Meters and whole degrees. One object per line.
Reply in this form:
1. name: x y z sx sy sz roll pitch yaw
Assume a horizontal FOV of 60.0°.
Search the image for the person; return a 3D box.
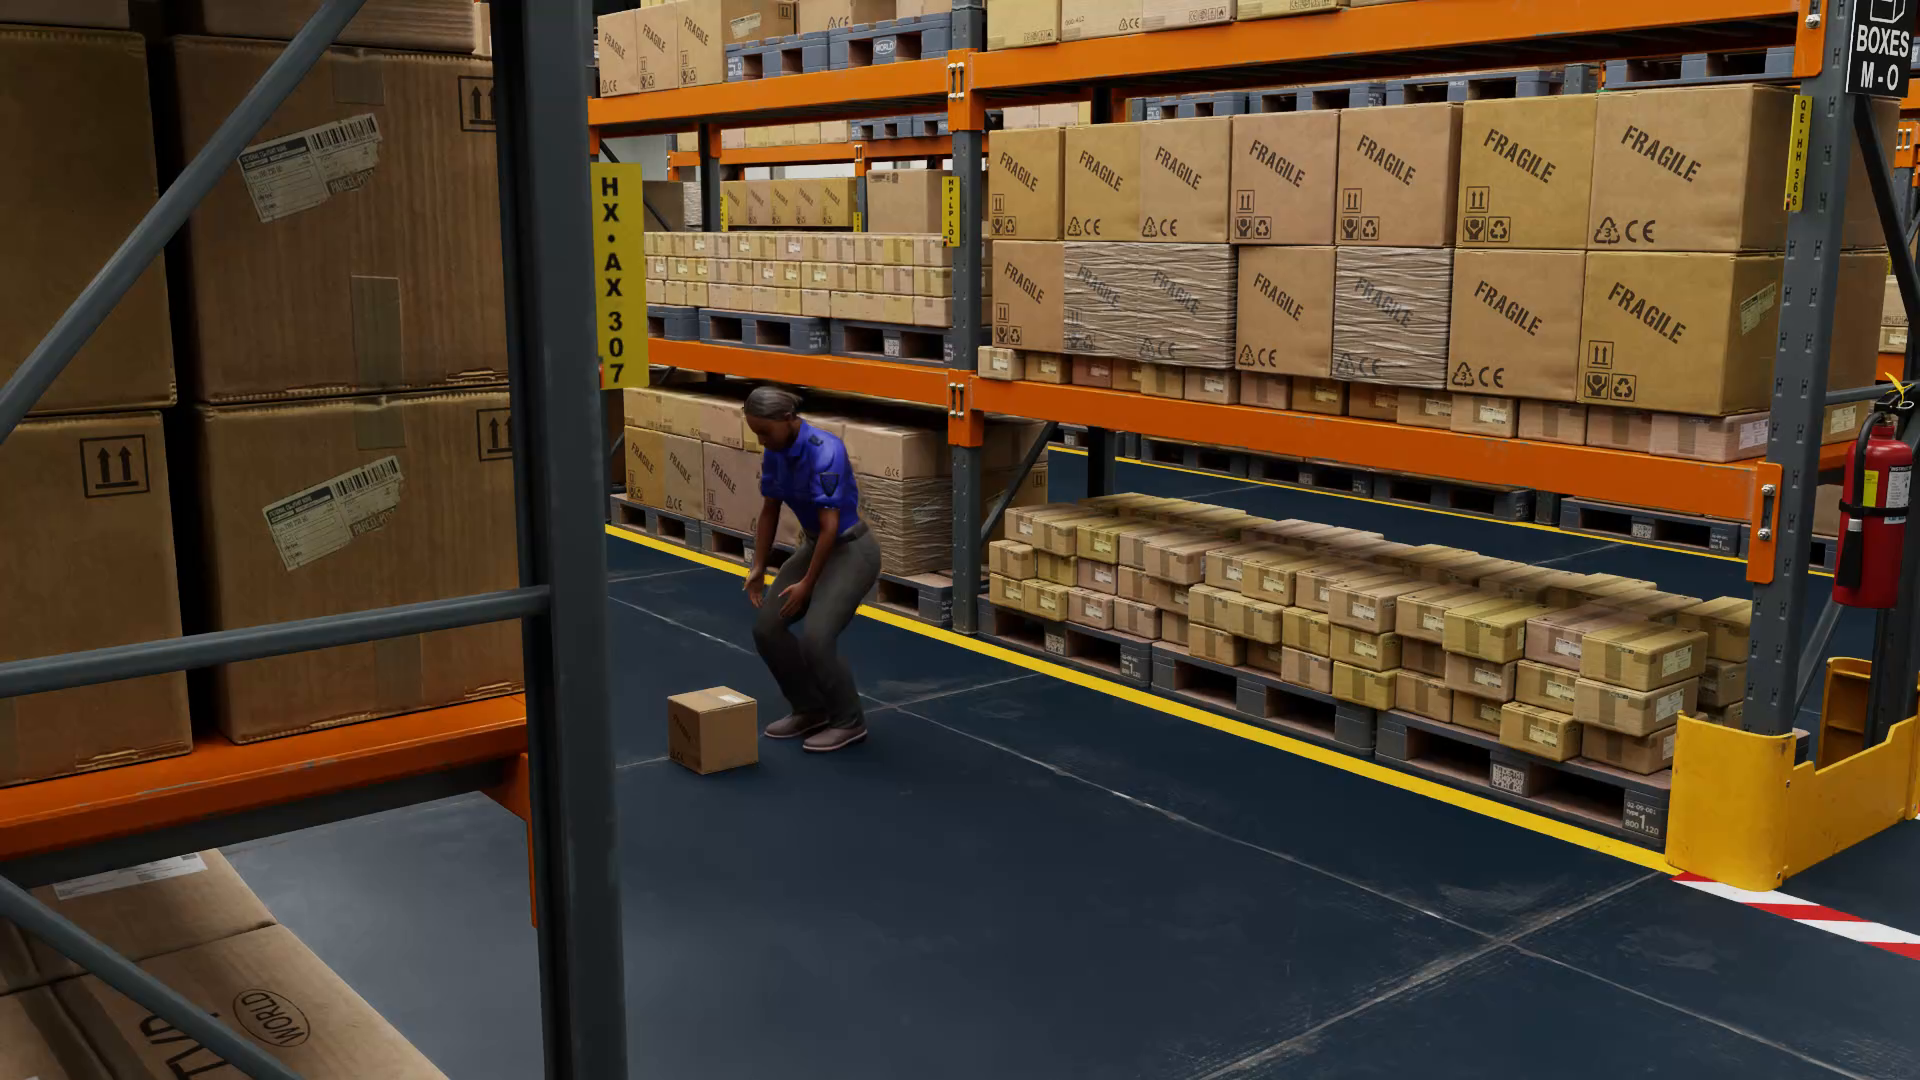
1. person: -0.572 0.105 6.509 0.576 1.441 0.492 -9 14 -37
